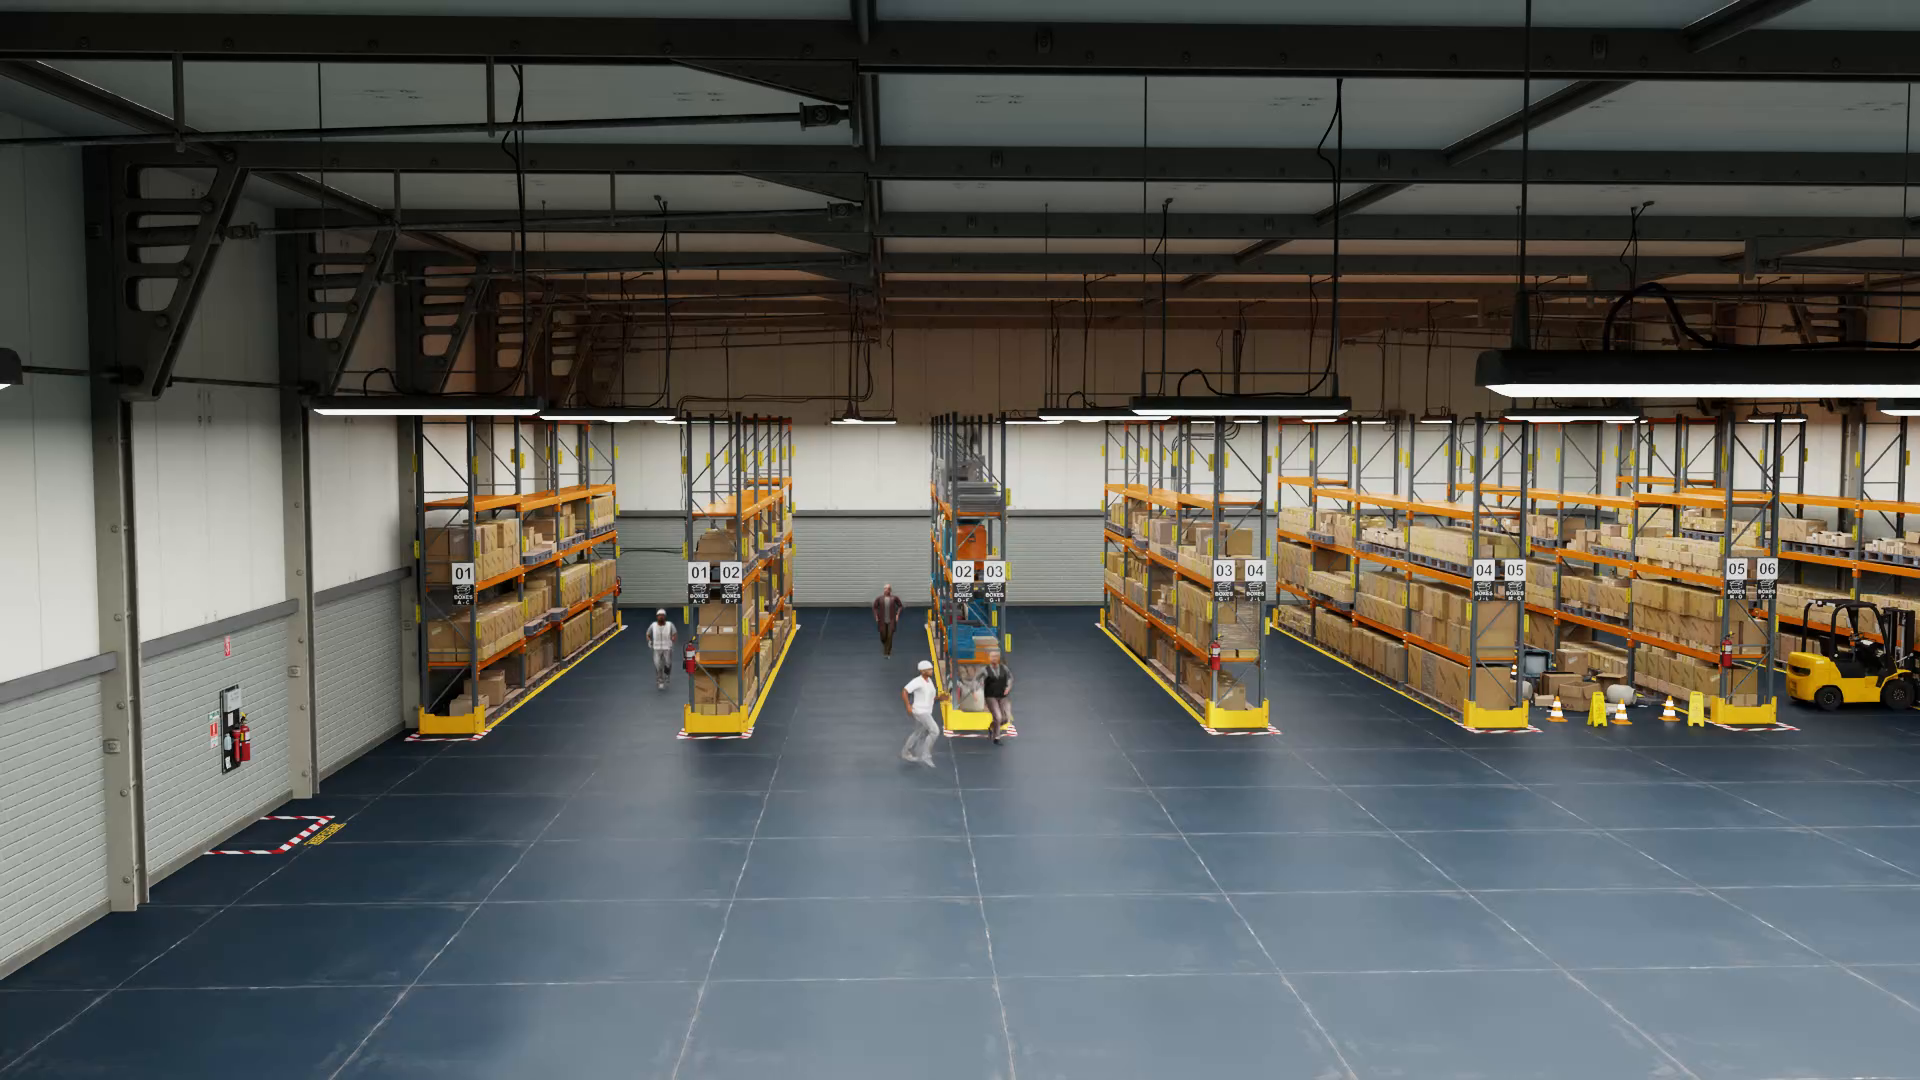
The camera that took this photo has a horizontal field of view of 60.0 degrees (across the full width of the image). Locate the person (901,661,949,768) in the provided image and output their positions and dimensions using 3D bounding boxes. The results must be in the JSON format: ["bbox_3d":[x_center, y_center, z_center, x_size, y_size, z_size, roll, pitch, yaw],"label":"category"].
[{"bbox_3d":[-0.607,2.938,28.032,0.835,1.814,0.668,1,4,14],"label":"person"}]

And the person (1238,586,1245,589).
[{"bbox_3d":[7.845,1.784,46.431,0.523,1.560,0.561,0,4,2],"label":"person"}]

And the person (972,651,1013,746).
[{"bbox_3d":[0.612,2.861,30.045,0.791,1.690,0.528,-2,5,-31],"label":"person"}]

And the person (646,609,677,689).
[{"bbox_3d":[-6.522,2.383,36.345,0.679,1.732,0.623,-1,4,-8],"label":"person"}]

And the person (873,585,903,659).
[{"bbox_3d":[-1.693,1.911,39.015,0.726,1.736,0.825,0,4,0],"label":"person"}]
